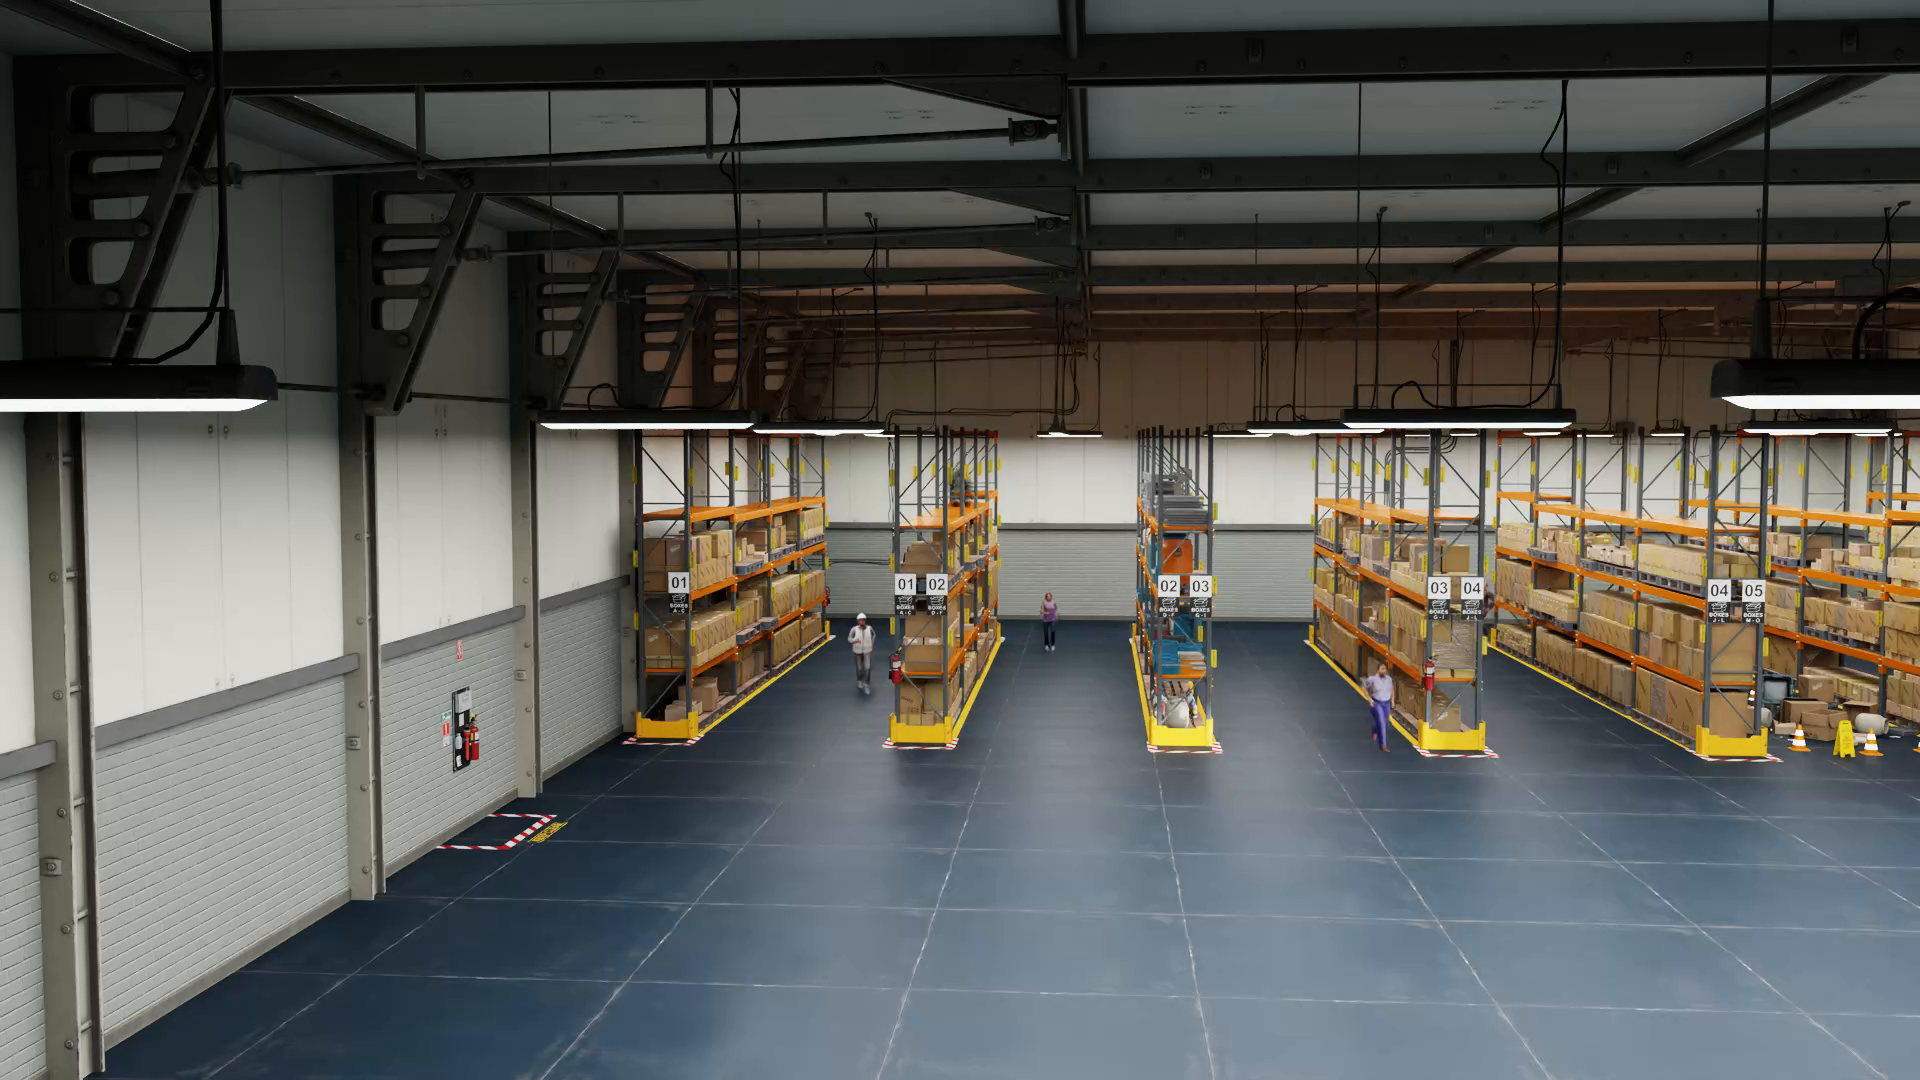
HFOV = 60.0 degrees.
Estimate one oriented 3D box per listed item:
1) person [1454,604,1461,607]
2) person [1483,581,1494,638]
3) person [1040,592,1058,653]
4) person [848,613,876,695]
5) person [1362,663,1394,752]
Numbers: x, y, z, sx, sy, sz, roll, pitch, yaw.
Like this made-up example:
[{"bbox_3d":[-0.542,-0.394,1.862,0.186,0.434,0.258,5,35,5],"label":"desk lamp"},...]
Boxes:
[{"bbox_3d":[13.608,2.207,45.032,0.569,1.637,0.565,1,4,14],"label":"person"},{"bbox_3d":[14.870,2.037,47.435,0.682,1.765,0.829,-1,3,-9],"label":"person"},{"bbox_3d":[2.418,2.225,44.934,0.508,1.626,0.686,0,3,-2],"label":"person"},{"bbox_3d":[-2.226,2.565,37.695,0.644,1.823,0.805,0,3,-4],"label":"person"},{"bbox_3d":[7.759,3.077,30.840,0.599,1.632,0.808,-1,4,-16],"label":"person"}]
